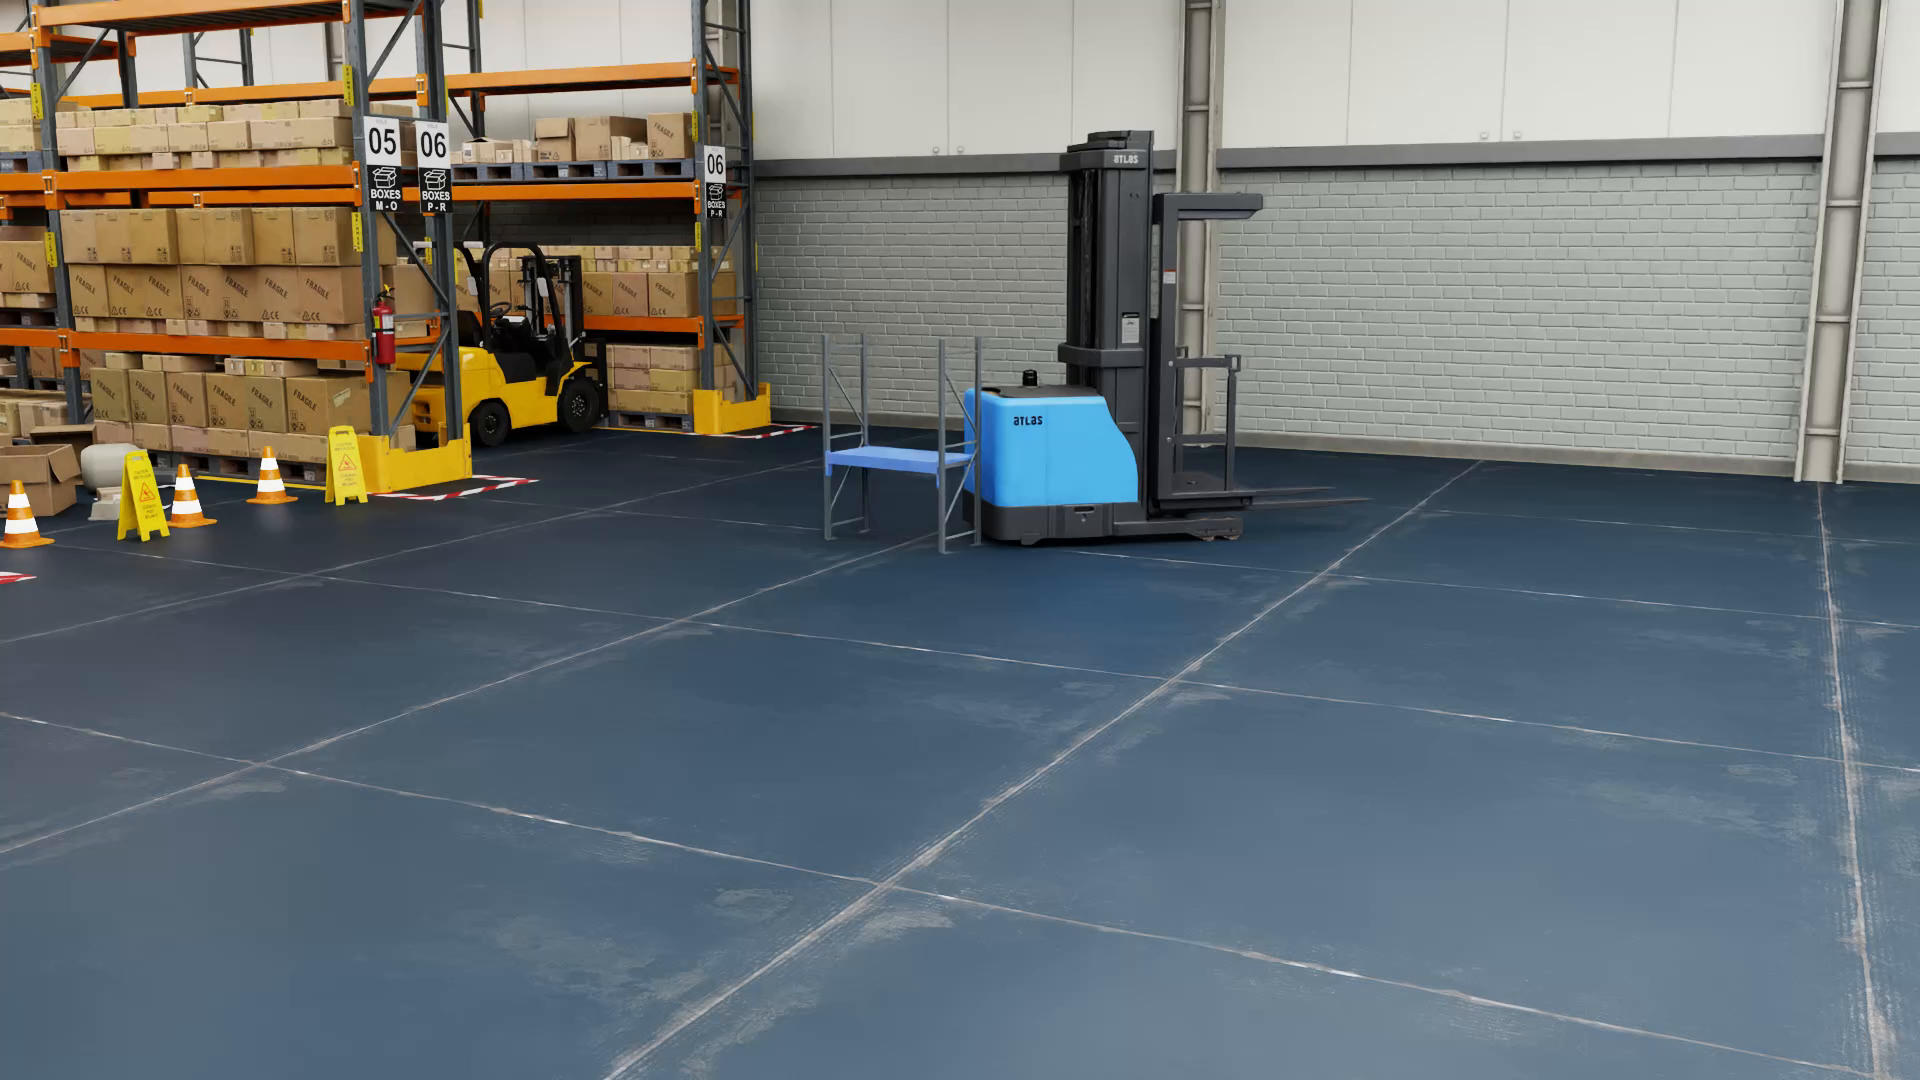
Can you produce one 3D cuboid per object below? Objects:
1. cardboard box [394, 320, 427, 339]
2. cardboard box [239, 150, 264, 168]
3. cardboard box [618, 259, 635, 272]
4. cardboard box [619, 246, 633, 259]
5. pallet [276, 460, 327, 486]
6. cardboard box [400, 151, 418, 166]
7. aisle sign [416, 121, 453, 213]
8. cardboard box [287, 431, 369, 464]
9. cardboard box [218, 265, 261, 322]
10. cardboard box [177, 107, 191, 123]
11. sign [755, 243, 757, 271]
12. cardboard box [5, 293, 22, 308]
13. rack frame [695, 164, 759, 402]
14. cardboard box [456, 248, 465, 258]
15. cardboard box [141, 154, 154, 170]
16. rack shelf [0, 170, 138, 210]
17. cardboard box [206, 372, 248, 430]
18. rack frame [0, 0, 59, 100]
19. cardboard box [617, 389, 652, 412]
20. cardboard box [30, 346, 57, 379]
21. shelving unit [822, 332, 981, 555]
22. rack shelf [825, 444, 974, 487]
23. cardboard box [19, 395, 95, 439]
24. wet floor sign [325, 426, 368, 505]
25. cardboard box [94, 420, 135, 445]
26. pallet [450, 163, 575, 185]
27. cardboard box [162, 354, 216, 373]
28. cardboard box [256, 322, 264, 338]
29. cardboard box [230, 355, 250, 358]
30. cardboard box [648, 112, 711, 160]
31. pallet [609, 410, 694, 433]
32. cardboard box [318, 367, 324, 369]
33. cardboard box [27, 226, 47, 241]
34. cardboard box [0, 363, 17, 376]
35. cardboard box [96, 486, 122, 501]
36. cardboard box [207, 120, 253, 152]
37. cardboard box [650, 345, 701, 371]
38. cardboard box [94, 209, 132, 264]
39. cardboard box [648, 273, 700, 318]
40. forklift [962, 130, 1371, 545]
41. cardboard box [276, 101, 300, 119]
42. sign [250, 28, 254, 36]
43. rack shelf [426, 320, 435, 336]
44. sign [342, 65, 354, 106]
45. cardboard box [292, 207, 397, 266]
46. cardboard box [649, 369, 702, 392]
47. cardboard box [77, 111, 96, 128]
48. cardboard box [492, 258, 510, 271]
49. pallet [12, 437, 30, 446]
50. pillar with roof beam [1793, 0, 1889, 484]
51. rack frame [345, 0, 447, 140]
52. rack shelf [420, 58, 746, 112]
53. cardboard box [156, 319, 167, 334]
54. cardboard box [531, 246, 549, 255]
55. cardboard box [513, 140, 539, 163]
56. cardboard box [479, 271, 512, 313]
[{"bbox_3d":[-5.069,-1.915,15.092,0.250,0.149,0.380,5,11,26],"label":"cardboard box"},{"bbox_3d":[-6.202,-3.398,14.864,0.250,0.149,0.380,5,11,25],"label":"cardboard box"},{"bbox_3d":[-3.763,-3.189,19.328,0.250,0.149,0.380,5,11,25],"label":"cardboard box"},{"bbox_3d":[-3.749,-3.343,19.342,0.250,0.149,0.380,5,11,26],"label":"cardboard box"},{"bbox_3d":[-5.637,-0.682,15.405,1.213,0.211,1.003,5,11,26],"label":"pallet"},{"bbox_3d":[-5.009,-3.409,14.925,0.250,0.149,0.380,5,11,26],"label":"cardboard box"},{"bbox_3d":[-4.663,-3.302,14.754,0.004,0.787,0.394,5,11,26],"label":"aisle sign"},{"bbox_3d":[-5.721,-0.855,15.072,0.500,0.250,0.500,5,11,26],"label":"cardboard box"},{"bbox_3d":[-6.358,-2.253,15.140,0.500,0.500,0.500,5,11,26],"label":"cardboard box"},{"bbox_3d":[-6.874,-3.852,15.136,0.250,0.149,0.380,5,12,27],"label":"cardboard box"},{"bbox_3d":[-2.412,-3.325,19.524,0.005,0.325,0.100,5,11,26],"label":"sign"},{"bbox_3d":[-9.255,-2.397,16.577,0.250,0.149,0.380,5,11,24],"label":"cardboard box"},{"bbox_3d":[-2.663,-2.771,19.121,0.127,3.000,1.000,5,11,26],"label":"rack frame"},{"bbox_3d":[-6.095,-3.529,20.369,0.250,0.149,0.380,5,12,27],"label":"cardboard box"},{"bbox_3d":[-7.349,-3.502,15.440,0.250,0.149,0.380,5,11,24],"label":"cardboard box"},{"bbox_3d":[-10.236,-3.573,17.148,4.000,0.370,1.077,5,11,26],"label":"rack shelf"},{"bbox_3d":[-6.608,-1.304,15.449,0.500,0.500,0.500,5,11,24],"label":"cardboard box"},{"bbox_3d":[-13.424,-6.669,23.811,0.127,3.000,1.000,5,11,26],"label":"rack frame"},{"bbox_3d":[-3.666,-1.652,19.479,0.500,0.250,0.500,5,11,26],"label":"cardboard box"},{"bbox_3d":[-13.090,-2.620,24.122,0.500,0.500,0.500,6,12,28],"label":"cardboard box"},{"bbox_3d":[-0.421,-0.722,12.005,1.048,1.500,0.538,7,12,33],"label":"shelving unit"},{"bbox_3d":[-0.421,-0.545,12.037,1.000,0.185,0.538,7,12,33],"label":"rack shelf"},{"bbox_3d":[-8.914,-1.248,16.904,0.625,0.372,0.950,5,11,27],"label":"cardboard box"},{"bbox_3d":[-5.159,-0.634,13.922,0.267,0.644,0.232,-10,14,-43],"label":"wet floor sign"},{"bbox_3d":[-8.033,-1.058,16.193,0.500,0.250,0.500,4,11,23],"label":"cardboard box"},{"bbox_3d":[-5.473,-4.456,20.255,1.213,0.211,1.003,5,11,26],"label":"pallet"},{"bbox_3d":[-7.243,-1.665,15.624,0.250,0.149,0.380,6,12,29],"label":"cardboard box"},{"bbox_3d":[-6.194,-1.934,15.199,0.250,0.149,0.380,5,11,27],"label":"cardboard box"},{"bbox_3d":[-9.284,-2.389,22.495,0.625,0.625,0.875,5,12,28],"label":"cardboard box"},{"bbox_3d":[-3.167,-4.549,18.776,0.500,0.500,0.500,5,12,28],"label":"cardboard box"},{"bbox_3d":[-3.367,-1.453,19.665,1.213,0.211,1.003,5,11,26],"label":"pallet"},{"bbox_3d":[-6.395,-1.392,15.934,0.500,0.500,0.500,5,12,27],"label":"cardboard box"},{"bbox_3d":[-9.728,-3.178,17.249,0.250,0.149,0.380,6,12,29],"label":"cardboard box"},{"bbox_3d":[-14.054,-2.518,24.546,0.250,0.149,0.380,5,11,24],"label":"cardboard box"},{"bbox_3d":[-6.924,-0.356,13.781,0.380,0.149,0.250,-7,12,-33],"label":"cardboard box"},{"bbox_3d":[-6.352,-3.604,14.886,0.500,0.250,0.500,5,12,27],"label":"cardboard box"},{"bbox_3d":[-3.214,-2.104,19.165,0.500,0.250,0.500,5,12,28],"label":"cardboard box"},{"bbox_3d":[-7.696,-2.868,15.732,0.500,0.500,0.700,5,11,26],"label":"cardboard box"},{"bbox_3d":[-3.220,-2.818,19.095,0.500,0.500,0.500,5,11,25],"label":"cardboard box"},{"bbox_3d":[1.592,-1.523,12.415,3.031,2.935,1.130,-3,11,-14],"label":"forklift"},{"bbox_3d":[-5.741,-3.746,14.551,0.250,0.149,0.380,5,11,25],"label":"cardboard box"},{"bbox_3d":[-9.595,-6.980,22.464,0.005,0.325,0.100,5,11,26],"label":"sign"},{"bbox_3d":[-8.043,-2.890,21.797,4.000,0.370,1.077,5,11,26],"label":"rack shelf"},{"bbox_3d":[-5.119,-3.803,13.912,0.005,0.325,0.100,5,11,26],"label":"sign"},{"bbox_3d":[-5.410,-2.671,14.644,0.500,0.500,0.700,5,11,24],"label":"cardboard box"},{"bbox_3d":[-3.237,-1.860,19.220,0.500,0.250,0.500,5,11,25],"label":"cardboard box"},{"bbox_3d":[-8.059,-3.946,15.652,0.250,0.149,0.380,5,12,28],"label":"cardboard box"},{"bbox_3d":[-5.413,-3.320,20.052,0.250,0.149,0.380,5,12,27],"label":"cardboard box"},{"bbox_3d":[-9.142,-0.983,17.067,1.213,0.211,1.003,5,11,26],"label":"pallet"},{"bbox_3d":[5.968,-4.289,10.662,0.400,9.000,9.100,5,11,26],"label":"pillar with roof beam"},{"bbox_3d":[-4.856,-4.930,14.205,0.127,3.000,1.000,5,11,26],"label":"rack frame"},{"bbox_3d":[-4.456,-5.330,19.557,4.000,0.370,1.077,5,11,26],"label":"rack shelf"},{"bbox_3d":[-7.342,-2.025,15.703,0.250,0.149,0.380,5,11,26],"label":"cardboard box"},{"bbox_3d":[-4.905,-3.440,19.878,0.250,0.149,0.380,5,11,26],"label":"cardboard box"},{"bbox_3d":[-5.053,-4.587,19.647,0.258,0.266,0.396,5,11,24],"label":"cardboard box"},{"bbox_3d":[-5.493,-3.021,20.218,0.500,0.500,0.500,5,12,27],"label":"cardboard box"}]
